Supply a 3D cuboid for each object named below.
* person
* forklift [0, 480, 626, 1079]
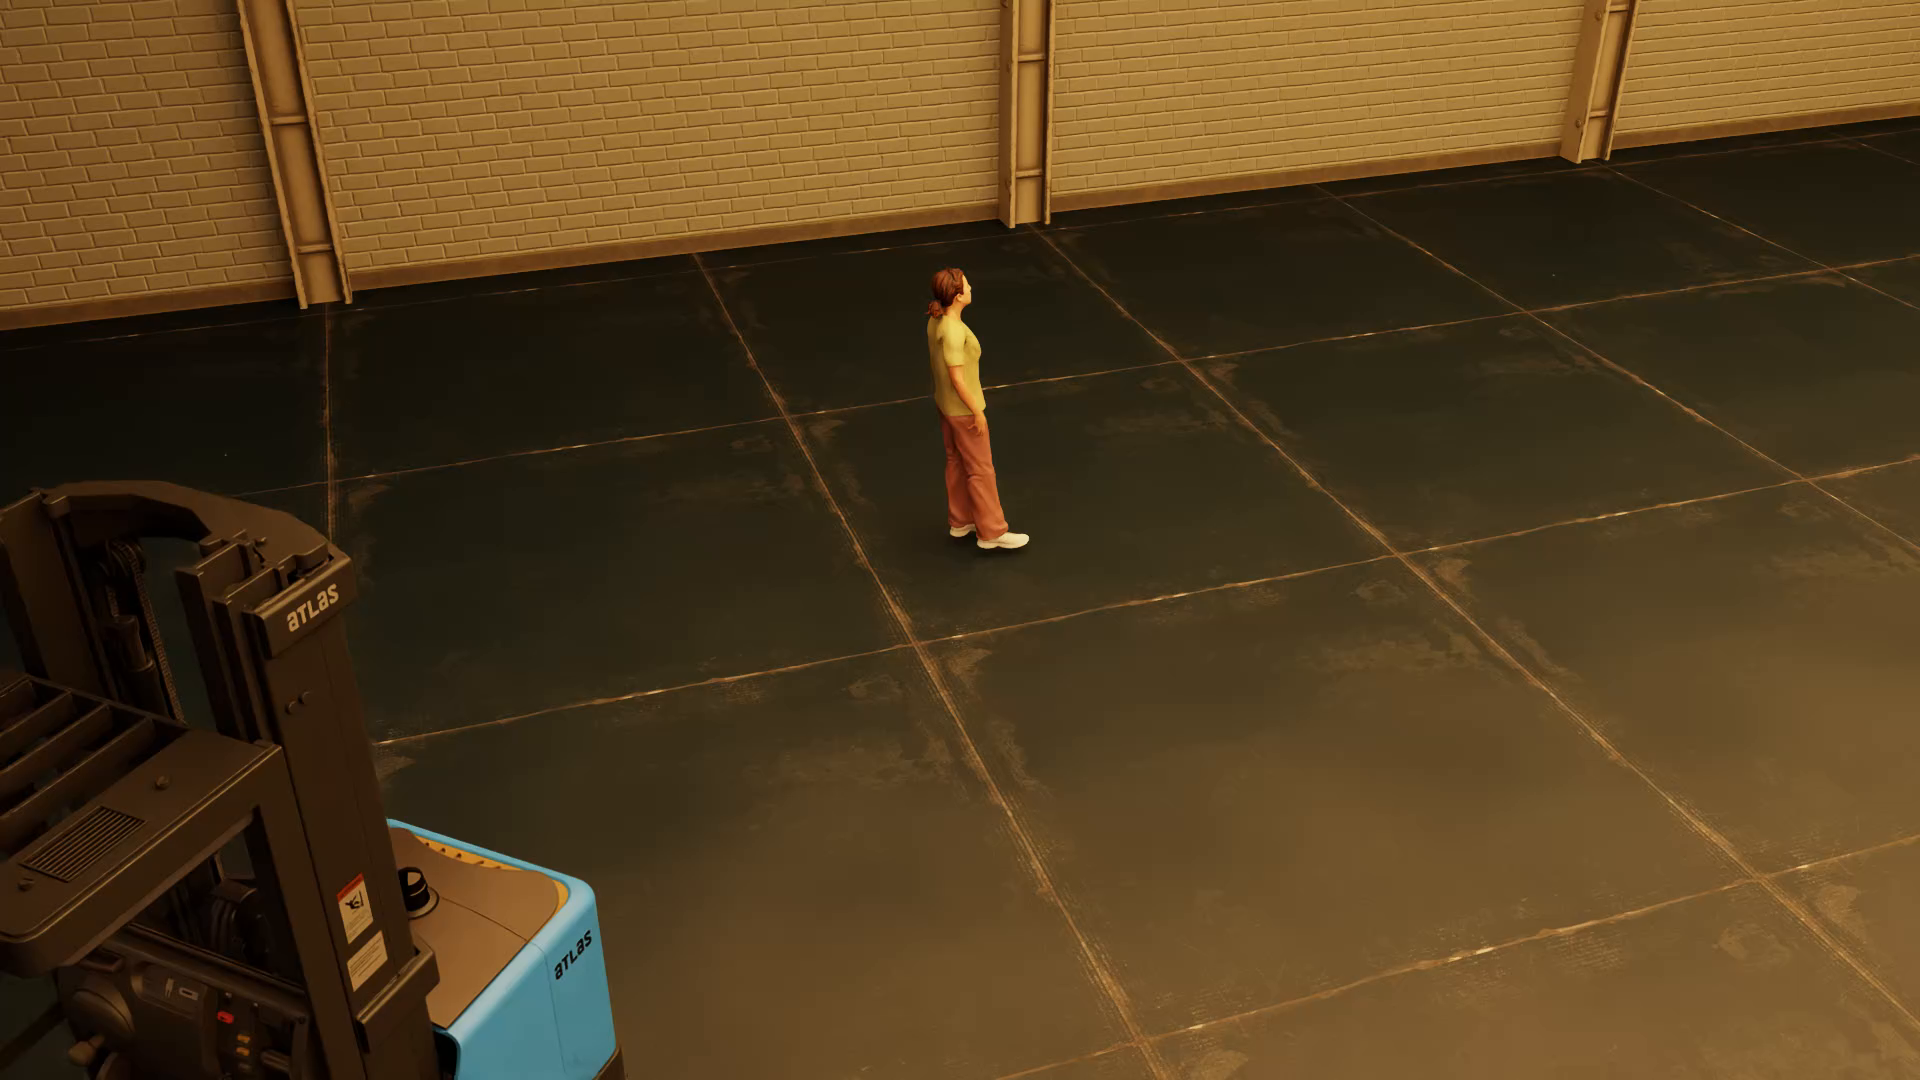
[{"bbox_3d":[0.074,-0.774,9.595,0.547,1.673,0.553,-10,31,-16],"label":"person"},{"bbox_3d":[-2.307,1.435,4.593,1.130,2.935,3.031,12,32,20],"label":"forklift"}]
